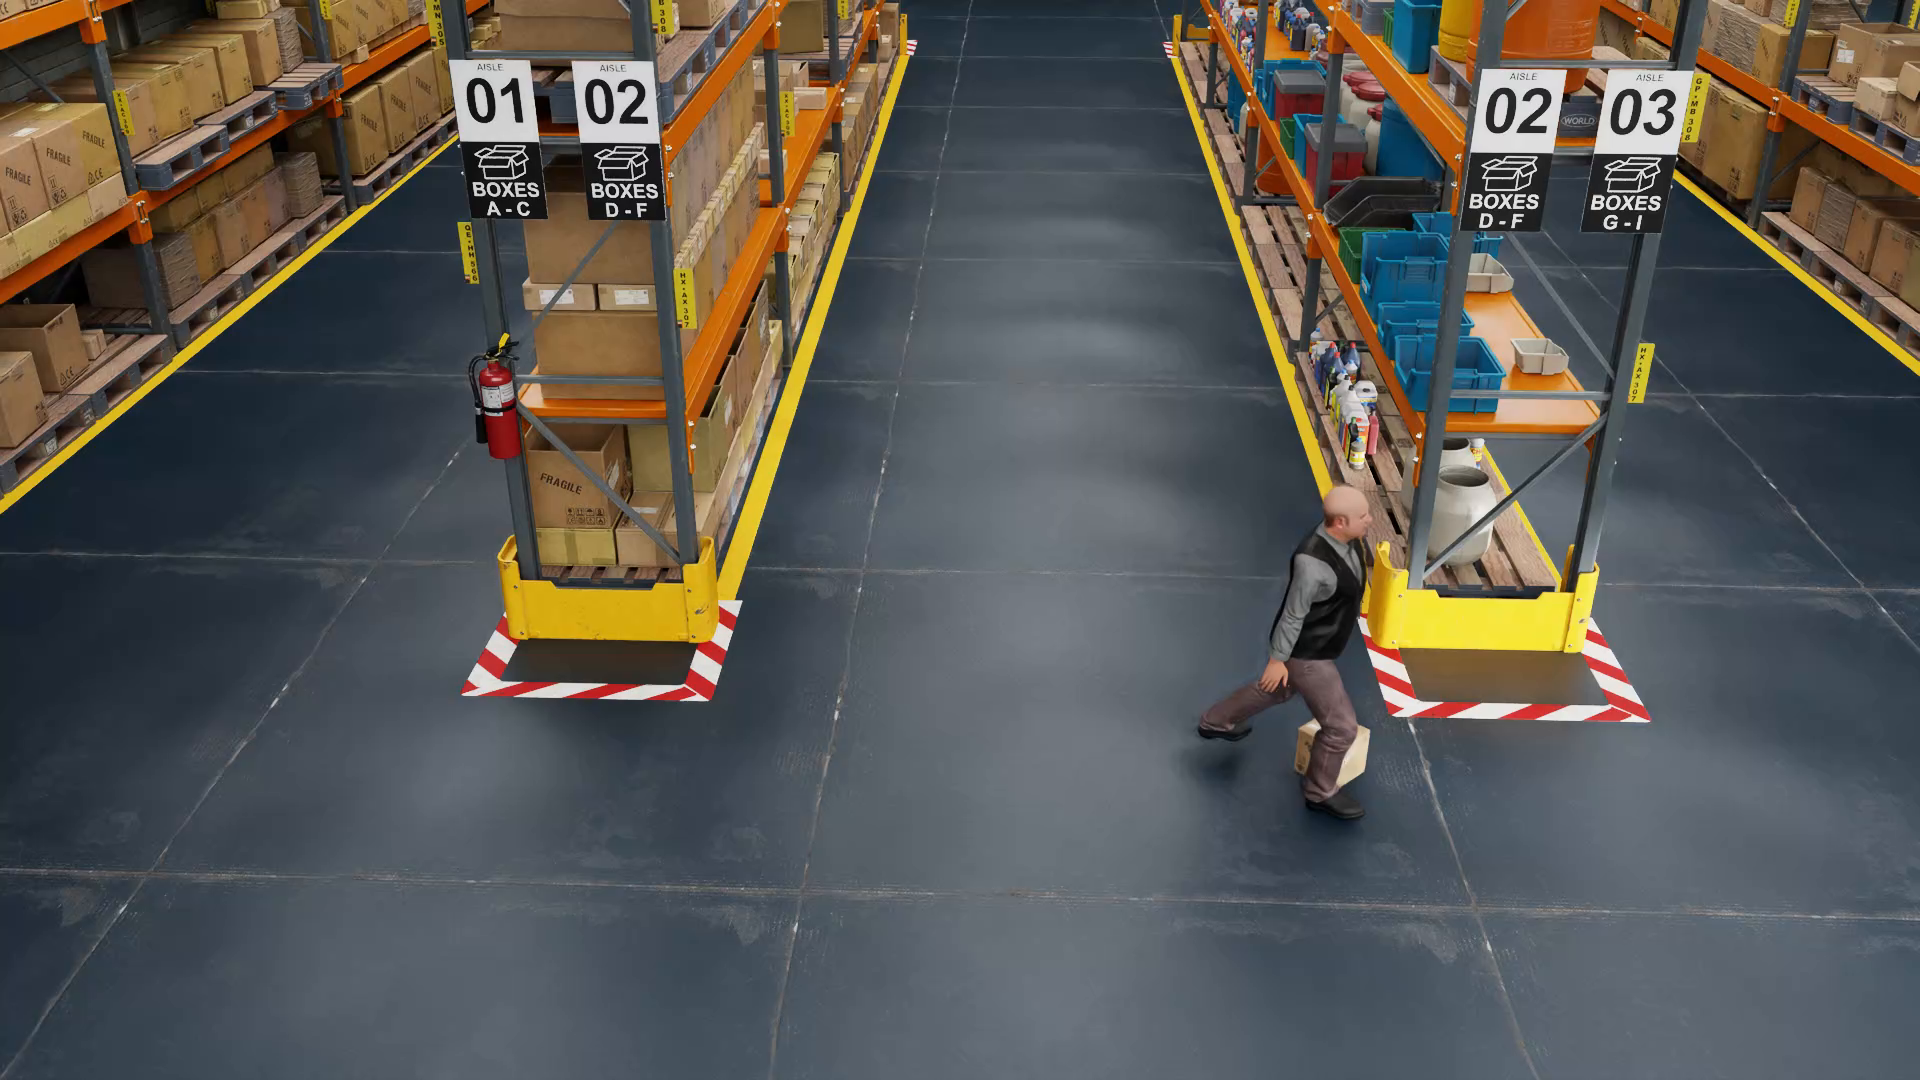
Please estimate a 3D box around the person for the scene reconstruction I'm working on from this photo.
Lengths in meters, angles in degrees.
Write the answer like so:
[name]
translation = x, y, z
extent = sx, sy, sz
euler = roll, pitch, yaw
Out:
[person]
translation = 1.574, 0.460, 7.809
extent = 0.904, 1.670, 0.564
euler = 12, 30, 22
